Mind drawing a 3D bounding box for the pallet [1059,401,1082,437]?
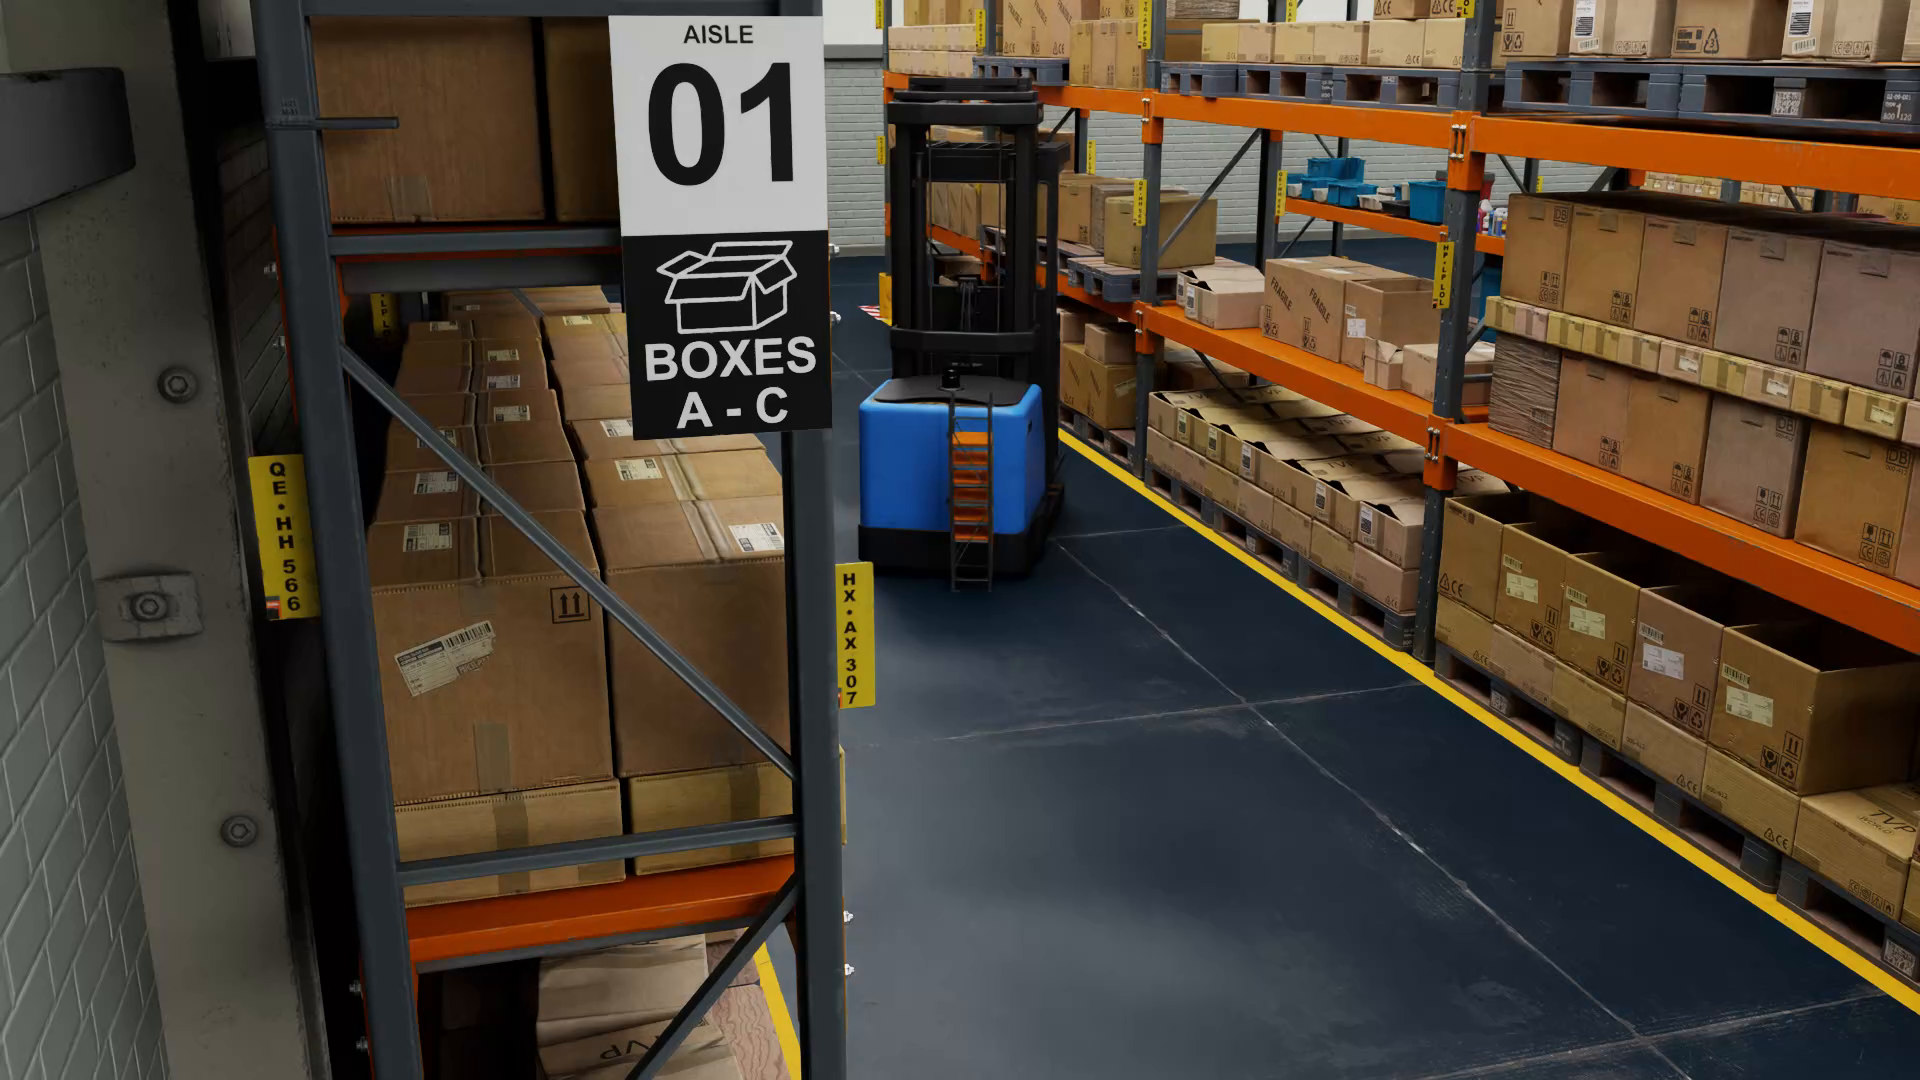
[{"bbox_3d":[1.309,-1.153,14.424,1.003,0.211,1.213,-5,17,-15],"label":"pallet"}]

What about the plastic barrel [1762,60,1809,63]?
[{"bbox_3d":[6.364,-3.713,12.690,0.421,0.512,0.421,0,17,0],"label":"plastic barrel"}]

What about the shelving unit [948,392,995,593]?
[{"bbox_3d":[0.069,-0.267,9.728,0.258,1.200,0.189,1,26,4],"label":"shelving unit"}]

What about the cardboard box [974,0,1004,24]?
[{"bbox_3d":[0.540,-5.144,15.735,0.700,0.500,0.500,-5,17,-15],"label":"cardboard box"}]

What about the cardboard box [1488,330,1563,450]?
[{"bbox_3d":[3.037,-0.762,8.099,0.700,0.500,0.500,-5,17,-17],"label":"cardboard box"}]

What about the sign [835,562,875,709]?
[{"bbox_3d":[-0.232,0.206,3.548,0.100,0.325,0.005,-5,17,-15],"label":"sign"}]

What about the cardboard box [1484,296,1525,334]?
[{"bbox_3d":[2.796,-1.105,8.115,0.380,0.149,0.250,-5,17,-15],"label":"cardboard box"}]

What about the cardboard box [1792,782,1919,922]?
[{"bbox_3d":[3.428,1.124,6.046,0.500,0.250,0.500,-5,17,-15],"label":"cardboard box"}]

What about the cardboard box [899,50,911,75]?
[{"bbox_3d":[-0.367,-5.218,18.157,0.500,0.250,0.500,-5,17,-15],"label":"cardboard box"}]

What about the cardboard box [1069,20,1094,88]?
[{"bbox_3d":[1.374,-3.830,13.099,0.910,0.500,0.500,-5,17,-15],"label":"cardboard box"}]

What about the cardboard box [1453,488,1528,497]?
[{"bbox_3d":[3.035,-0.123,9.221,0.500,0.311,0.500,-5,17,-15],"label":"cardboard box"}]

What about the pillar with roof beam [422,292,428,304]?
[{"bbox_3d":[-2.585,-7.654,20.792,9.100,9.000,0.400,-5,17,-15],"label":"pillar with roof beam"}]

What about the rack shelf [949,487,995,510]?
[{"bbox_3d":[0.069,-0.227,9.748,0.258,0.103,0.180,1,26,4],"label":"rack shelf"}]

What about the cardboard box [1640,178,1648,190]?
[{"bbox_3d":[8.989,-4.622,21.561,0.380,0.149,0.250,-5,17,-16],"label":"cardboard box"}]

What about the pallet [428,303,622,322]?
[{"bbox_3d":[-2.654,-1.269,10.296,1.213,0.211,1.003,-5,17,-15],"label":"pallet"}]

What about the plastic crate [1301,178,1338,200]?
[{"bbox_3d":[4.307,-4.218,19.966,0.416,0.233,0.300,-5,17,-15],"label":"plastic crate"}]

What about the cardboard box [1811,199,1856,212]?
[{"bbox_3d":[9.838,-3.769,18.722,0.380,0.149,0.250,-5,17,-15],"label":"cardboard box"}]

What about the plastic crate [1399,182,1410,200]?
[{"bbox_3d":[5.231,-3.848,18.651,0.437,0.282,0.530,-5,17,-15],"label":"plastic crate"}]

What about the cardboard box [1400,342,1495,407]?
[{"bbox_3d":[2.732,-0.897,8.984,0.500,0.250,0.500,-4,17,-12],"label":"cardboard box"}]

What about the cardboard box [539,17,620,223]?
[{"bbox_3d":[-0.605,-0.943,3.455,0.500,0.500,0.500,-4,17,-14],"label":"cardboard box"}]

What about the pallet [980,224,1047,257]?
[{"bbox_3d":[0.825,-2.727,15.150,1.003,0.211,1.213,-5,17,-15],"label":"pallet"}]

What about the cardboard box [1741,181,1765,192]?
[{"bbox_3d":[9.578,-4.287,19.754,0.500,0.250,0.500,-4,17,-14],"label":"cardboard box"}]

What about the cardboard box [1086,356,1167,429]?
[{"bbox_3d":[1.327,-1.196,13.300,0.500,0.500,0.500,-4,17,-13],"label":"cardboard box"}]

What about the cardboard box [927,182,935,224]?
[{"bbox_3d":[-0.103,-3.640,17.681,0.500,0.500,0.500,-4,17,-15],"label":"cardboard box"}]

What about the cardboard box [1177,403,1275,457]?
[{"bbox_3d":[1.824,-0.782,11.417,0.500,0.311,0.500,-5,17,-17],"label":"cardboard box"}]

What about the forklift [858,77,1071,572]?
[{"bbox_3d":[0.136,-1.588,11.144,1.130,2.935,3.031,3,17,9],"label":"forklift"}]

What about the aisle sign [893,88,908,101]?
[{"bbox_3d":[-0.690,-5.396,19.182,0.394,0.787,0.004,-5,17,-15],"label":"aisle sign"}]

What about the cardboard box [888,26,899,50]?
[{"bbox_3d":[-0.498,-5.597,18.547,0.500,0.250,0.500,-5,17,-15],"label":"cardboard box"}]

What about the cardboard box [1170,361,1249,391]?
[{"bbox_3d":[1.959,-1.104,12.995,0.500,0.500,0.500,-4,17,-13],"label":"cardboard box"}]

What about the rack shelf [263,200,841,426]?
[{"bbox_3d":[-1.303,-0.982,5.044,1.077,0.370,4.000,-5,17,-15],"label":"rack shelf"}]

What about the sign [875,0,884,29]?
[{"bbox_3d":[-0.911,-5.967,18.871,0.100,0.325,0.005,-5,17,-15],"label":"sign"}]

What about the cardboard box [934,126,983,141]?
[{"bbox_3d":[0.041,-3.976,17.062,0.500,0.500,0.500,-5,17,-15],"label":"cardboard box"}]

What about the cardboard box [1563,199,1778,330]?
[{"bbox_3d":[3.177,-1.243,7.448,0.700,0.500,0.500,-5,17,-15],"label":"cardboard box"}]

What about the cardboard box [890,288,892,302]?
[{"bbox_3d":[-0.604,-2.858,19.442,0.380,0.149,0.250,-5,17,-15],"label":"cardboard box"}]

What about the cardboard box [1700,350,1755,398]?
[{"bbox_3d":[3.226,-0.677,6.689,0.380,0.149,0.250,-5,17,-16],"label":"cardboard box"}]

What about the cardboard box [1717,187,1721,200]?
[{"bbox_3d":[9.415,-4.195,20.140,0.380,0.149,0.250,-4,17,-14],"label":"cardboard box"}]

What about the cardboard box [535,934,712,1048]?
[{"bbox_3d":[-1.014,1.384,5.039,0.500,0.311,0.500,-3,17,-11],"label":"cardboard box"}]

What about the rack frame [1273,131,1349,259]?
[{"bbox_3d":[4.375,-4.546,20.871,1.000,3.000,0.127,-5,17,-15],"label":"rack frame"}]

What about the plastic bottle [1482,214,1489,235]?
[{"bbox_3d":[5.250,-3.142,16.542,0.097,0.201,0.097,0,17,0],"label":"plastic bottle"}]

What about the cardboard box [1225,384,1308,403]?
[{"bbox_3d":[2.190,-0.970,12.041,0.500,0.311,0.500,-4,17,-14],"label":"cardboard box"}]

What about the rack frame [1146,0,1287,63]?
[{"bbox_3d":[1.810,-4.815,11.341,1.000,3.000,0.127,-5,17,-15],"label":"rack frame"}]

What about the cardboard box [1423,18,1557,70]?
[{"bbox_3d":[2.749,-2.573,8.620,0.500,0.250,0.500,-3,17,-9],"label":"cardboard box"}]

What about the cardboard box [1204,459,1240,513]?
[{"bbox_3d":[1.959,-0.376,11.040,0.500,0.250,0.500,-5,17,-17],"label":"cardboard box"}]

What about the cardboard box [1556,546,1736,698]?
[{"bbox_3d":[3.010,0.350,7.318,0.500,0.500,0.500,-5,17,-15],"label":"cardboard box"}]

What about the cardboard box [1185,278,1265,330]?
[{"bbox_3d":[1.869,-1.637,11.342,0.500,0.311,0.500,-5,17,-16],"label":"cardboard box"}]

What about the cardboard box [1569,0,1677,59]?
[{"bbox_3d":[2.942,-2.188,6.991,0.500,0.311,0.500,-6,18,-18],"label":"cardboard box"}]

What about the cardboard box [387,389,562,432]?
[{"bbox_3d":[-1.501,-0.169,5.224,0.500,0.500,0.500,-4,17,-14],"label":"cardboard box"}]

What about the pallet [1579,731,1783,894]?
[{"bbox_3d":[3.426,1.061,7.053,1.003,0.211,1.213,-5,17,-15],"label":"pallet"}]

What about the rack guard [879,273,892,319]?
[{"bbox_3d":[-0.368,-2.937,19.860,1.175,0.500,0.348,-5,17,-15],"label":"rack guard"}]

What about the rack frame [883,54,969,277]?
[{"bbox_3d":[-0.389,-4.155,19.571,1.000,3.000,0.127,-5,17,-15],"label":"rack frame"}]

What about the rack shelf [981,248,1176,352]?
[{"bbox_3d":[1.260,-2.151,14.149,1.077,0.370,4.000,-5,17,-15],"label":"rack shelf"}]

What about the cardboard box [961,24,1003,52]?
[{"bbox_3d":[0.316,-4.766,15.782,0.500,0.250,0.500,-5,17,-15],"label":"cardboard box"}]

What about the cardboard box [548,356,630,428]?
[{"bbox_3d":[-1.155,-0.356,5.846,0.500,0.500,0.500,-5,17,-17],"label":"cardboard box"}]
